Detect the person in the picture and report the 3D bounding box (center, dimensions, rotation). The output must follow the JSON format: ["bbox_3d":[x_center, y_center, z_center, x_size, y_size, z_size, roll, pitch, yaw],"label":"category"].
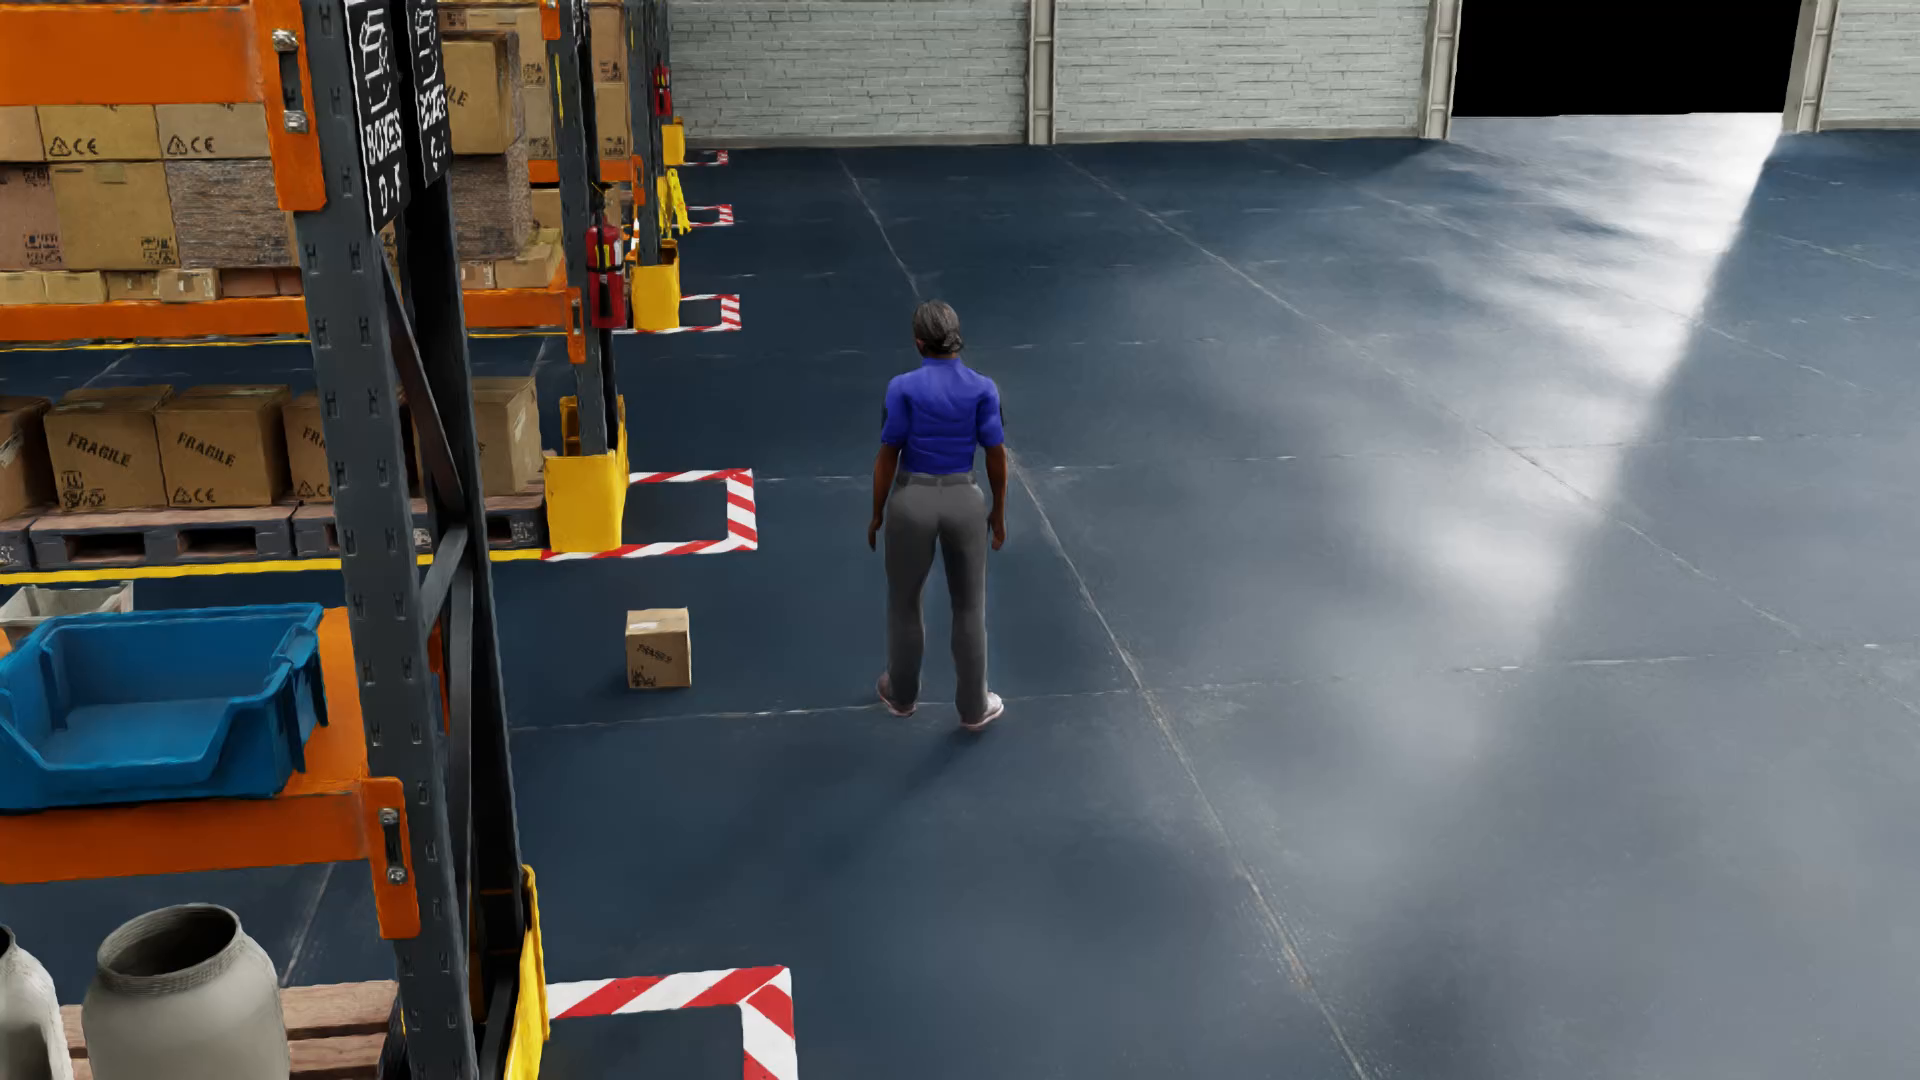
[{"bbox_3d":[-0.089,-0.100,6.303,0.527,1.660,0.451,-2,20,-6],"label":"person"}]
